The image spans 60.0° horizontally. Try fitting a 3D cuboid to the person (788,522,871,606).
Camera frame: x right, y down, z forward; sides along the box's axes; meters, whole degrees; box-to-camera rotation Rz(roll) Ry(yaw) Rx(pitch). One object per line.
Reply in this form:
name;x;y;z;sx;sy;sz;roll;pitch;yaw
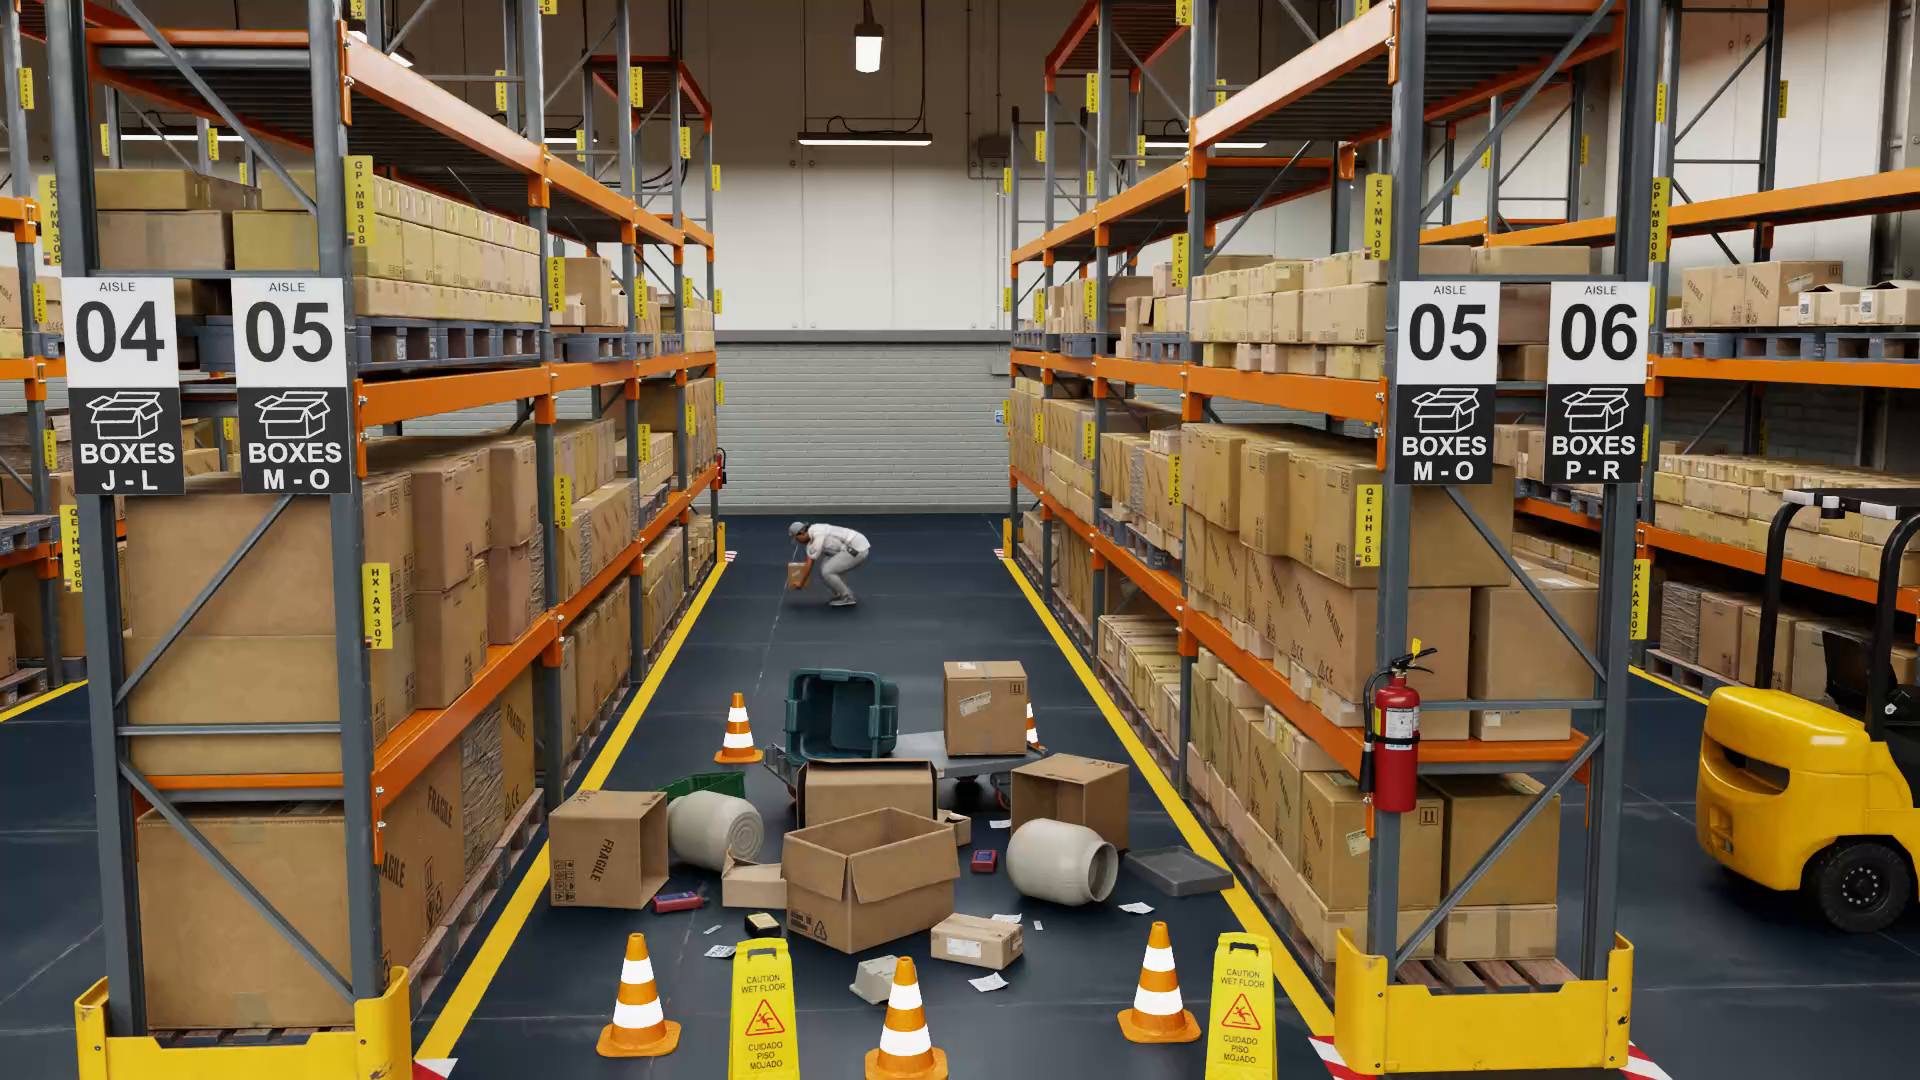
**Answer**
person;-1.461;0.257;18.656;0.915;0.940;0.521;-1;7;-6
